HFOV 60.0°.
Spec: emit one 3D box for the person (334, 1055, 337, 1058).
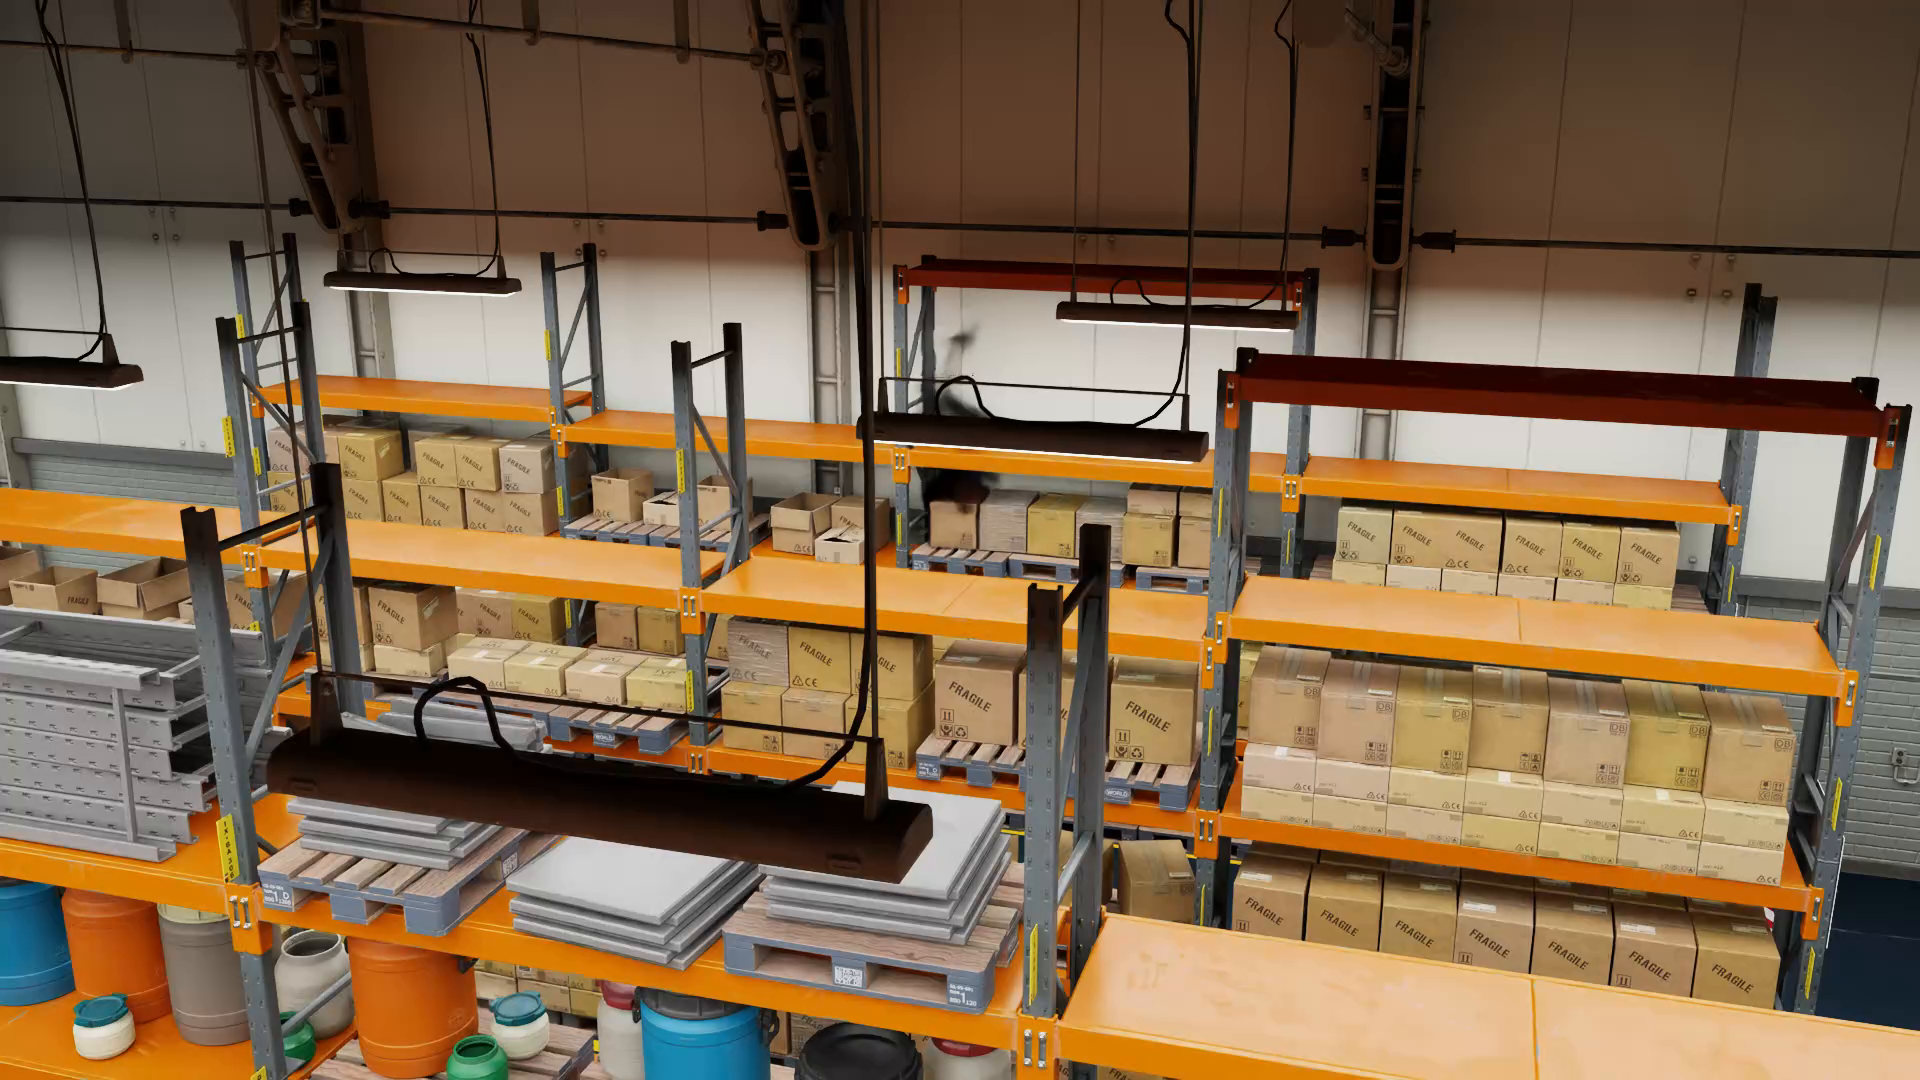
[{"bbox_3d":[-4.213,4.000,11.822,0.756,1.770,0.619,3,16,10],"label":"person"}]
